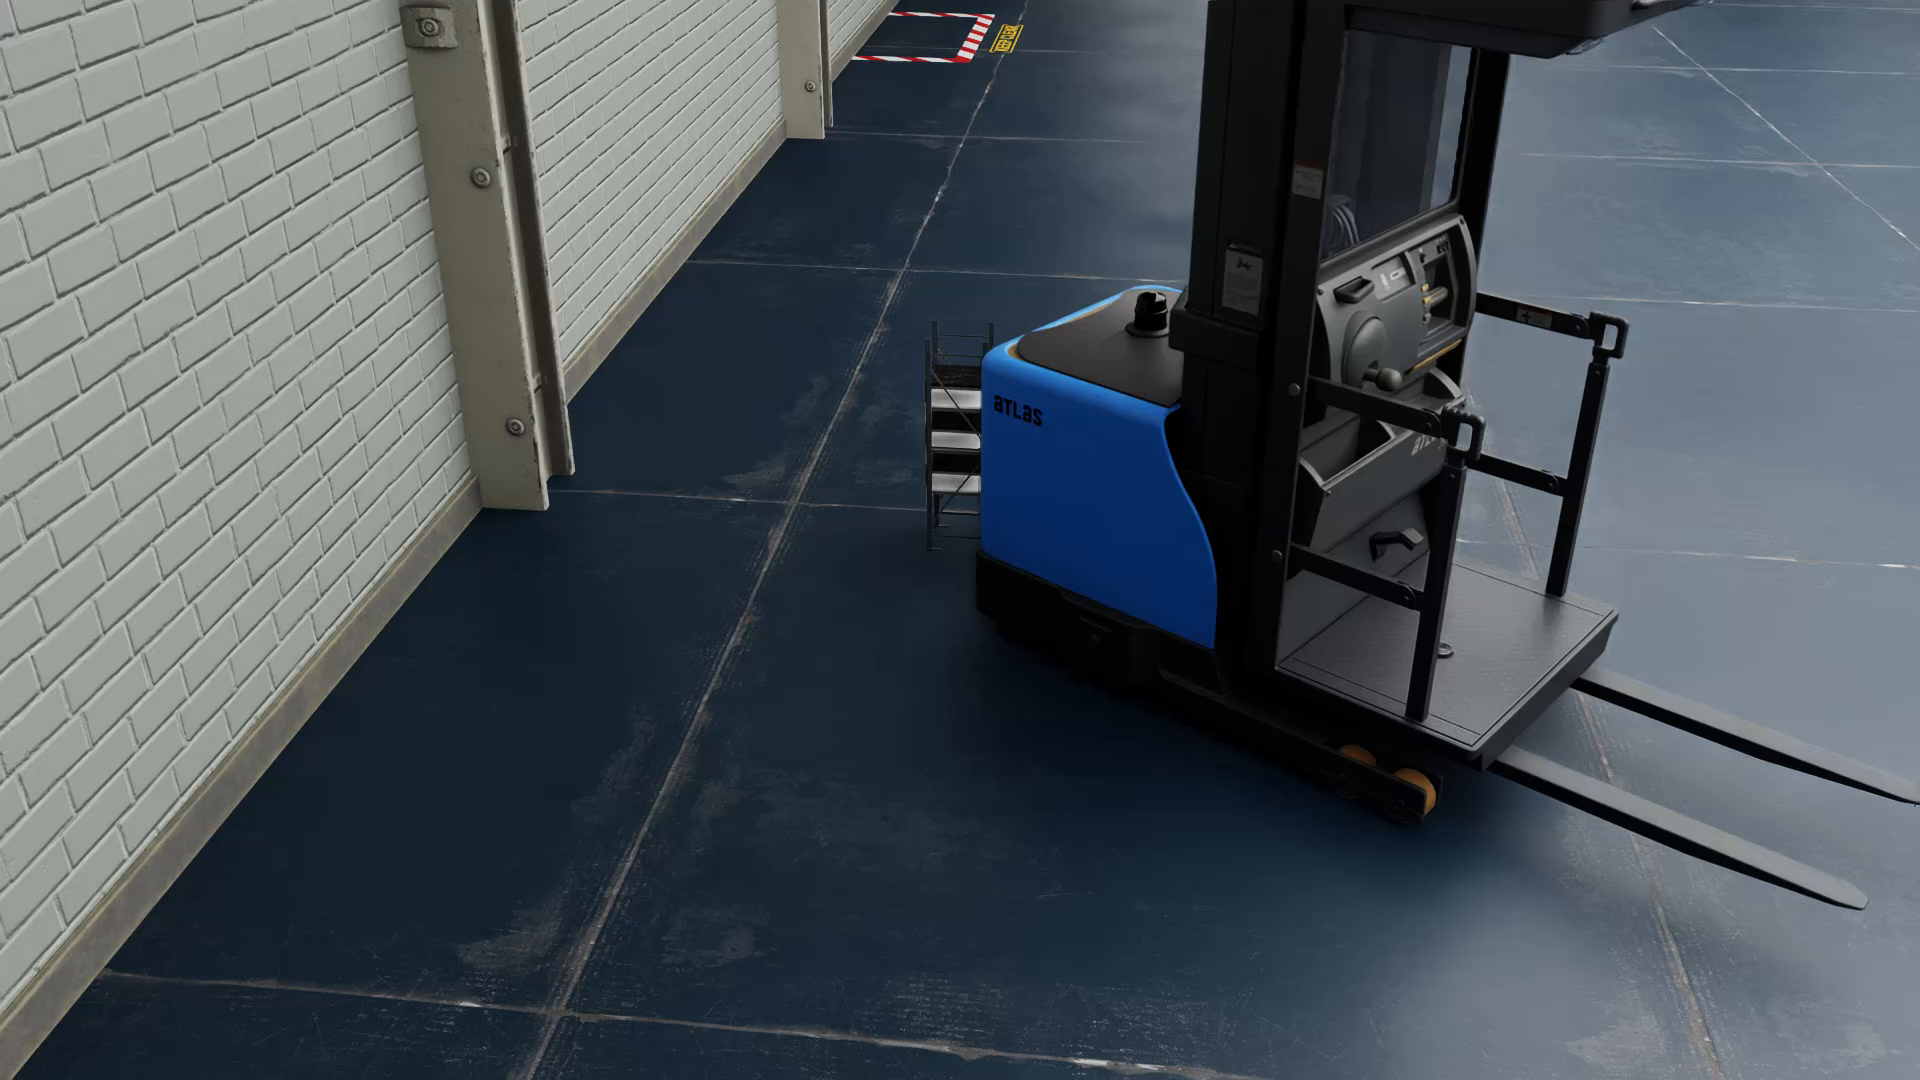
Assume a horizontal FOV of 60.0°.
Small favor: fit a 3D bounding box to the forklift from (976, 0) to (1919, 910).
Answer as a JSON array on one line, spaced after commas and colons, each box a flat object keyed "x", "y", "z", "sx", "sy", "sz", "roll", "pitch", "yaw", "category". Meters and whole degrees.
[{"x": 1.498, "y": -0.699, "z": 4.957, "sx": 3.031, "sy": 2.935, "sz": 1.130, "roll": 23, "pitch": 36, "yaw": 36, "category": "forklift"}]

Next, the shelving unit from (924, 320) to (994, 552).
[{"x": 0.001, "y": -0.400, "z": 6.544, "sx": 0.258, "sy": 0.900, "sz": 0.210, "roll": 3, "pitch": 28, "yaw": 6, "category": "shelving unit"}]

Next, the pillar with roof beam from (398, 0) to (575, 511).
[{"x": 2.402, "y": -3.936, "z": 4.569, "sx": 9.100, "sy": 9.000, "sz": 0.400, "roll": 3, "pitch": 28, "yaw": 6, "category": "pillar with roof beam"}]

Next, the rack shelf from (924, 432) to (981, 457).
[{"x": 0.001, "y": -0.371, "z": 6.559, "sx": 0.258, "sy": 0.077, "sz": 0.200, "roll": 3, "pitch": 28, "yaw": 6, "category": "rack shelf"}]

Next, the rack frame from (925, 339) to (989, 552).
[{"x": -0.011, "y": -0.352, "z": 6.455, "sx": 0.240, "sy": 0.900, "sz": 0.006, "roll": 3, "pitch": 28, "yaw": 6, "category": "rack frame"}]

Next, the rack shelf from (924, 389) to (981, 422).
[{"x": 0.001, "y": -0.529, "z": 6.474, "sx": 0.258, "sy": 0.077, "sz": 0.200, "roll": 3, "pitch": 28, "yaw": 6, "category": "rack shelf"}]

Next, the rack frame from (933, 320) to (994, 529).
[{"x": 0.013, "y": -0.448, "z": 6.632, "sx": 0.240, "sy": 0.900, "sz": 0.006, "roll": 3, "pitch": 28, "yaw": 6, "category": "rack frame"}]

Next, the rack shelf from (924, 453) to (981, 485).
[{"x": 0.001, "y": -0.291, "z": 6.602, "sx": 0.258, "sy": 0.077, "sz": 0.200, "roll": 3, "pitch": 28, "yaw": 6, "category": "rack shelf"}]

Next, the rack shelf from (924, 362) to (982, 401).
[{"x": 0.001, "y": -0.608, "z": 6.431, "sx": 0.258, "sy": 0.077, "sz": 0.200, "roll": 3, "pitch": 28, "yaw": 6, "category": "rack shelf"}]

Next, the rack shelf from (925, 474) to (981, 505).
[{"x": 0.001, "y": -0.212, "z": 6.645, "sx": 0.258, "sy": 0.077, "sz": 0.200, "roll": 3, "pitch": 28, "yaw": 6, "category": "rack shelf"}]

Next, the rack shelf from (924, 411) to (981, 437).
[{"x": 0.001, "y": -0.450, "z": 6.517, "sx": 0.258, "sy": 0.077, "sz": 0.200, "roll": 3, "pitch": 28, "yaw": 6, "category": "rack shelf"}]

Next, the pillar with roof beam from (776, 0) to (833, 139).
[{"x": 3.137, "y": -6.761, "z": 9.811, "sx": 9.100, "sy": 9.000, "sz": 0.400, "roll": 3, "pitch": 28, "yaw": 6, "category": "pillar with roof beam"}]
